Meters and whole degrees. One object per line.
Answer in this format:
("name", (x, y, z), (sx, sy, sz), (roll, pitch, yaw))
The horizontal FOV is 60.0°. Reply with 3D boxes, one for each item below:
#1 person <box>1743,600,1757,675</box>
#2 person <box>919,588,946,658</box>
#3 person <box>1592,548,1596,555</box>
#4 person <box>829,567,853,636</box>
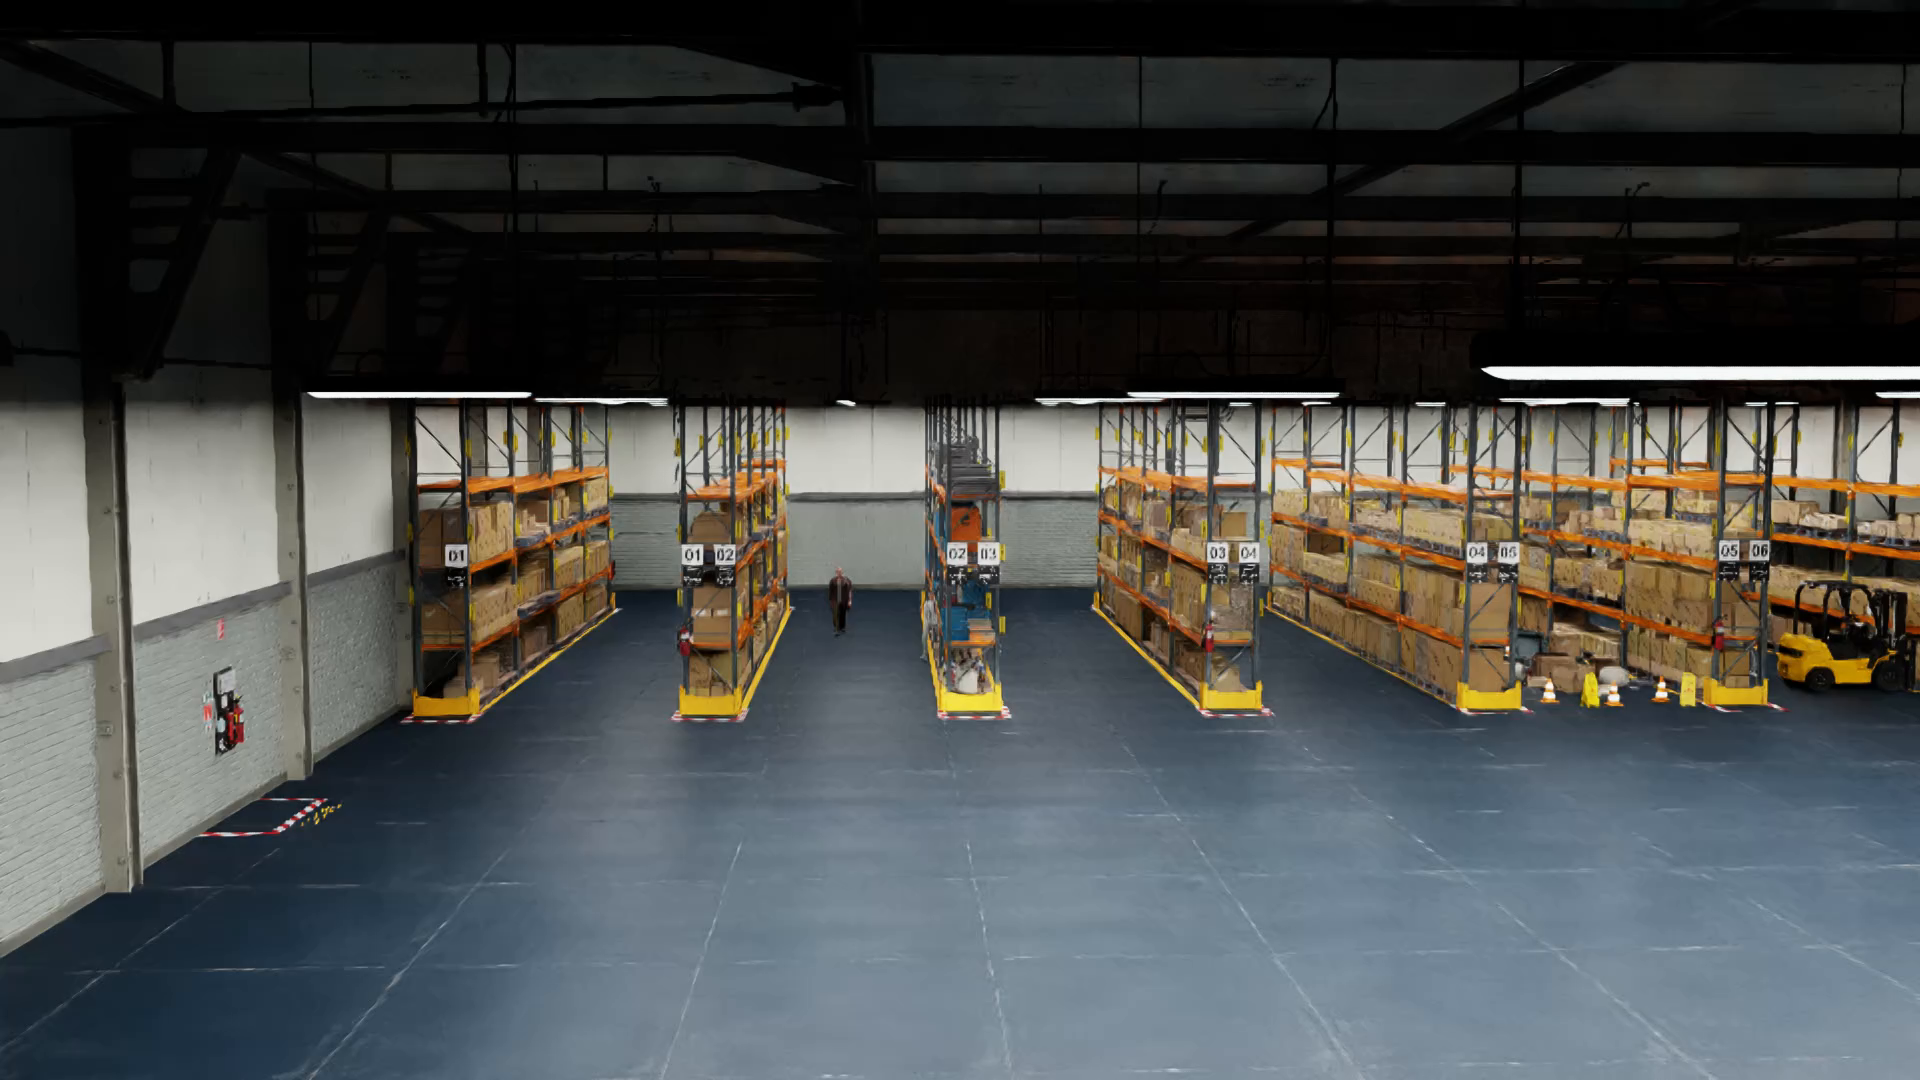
("person", (16.941, 2.088, 35.778), (0.454, 1.599, 0.467), (2, 5, 27))
("person", (-0.597, 1.892, 38.235), (0.521, 1.617, 0.946), (2, 5, 18))
("person", (17.818, 1.120, 46.877), (0.492, 1.784, 0.648), (-1, 5, -7))
("person", (-3.018, 1.538, 42.037), (0.603, 1.724, 1.111), (0, 5, -4))
